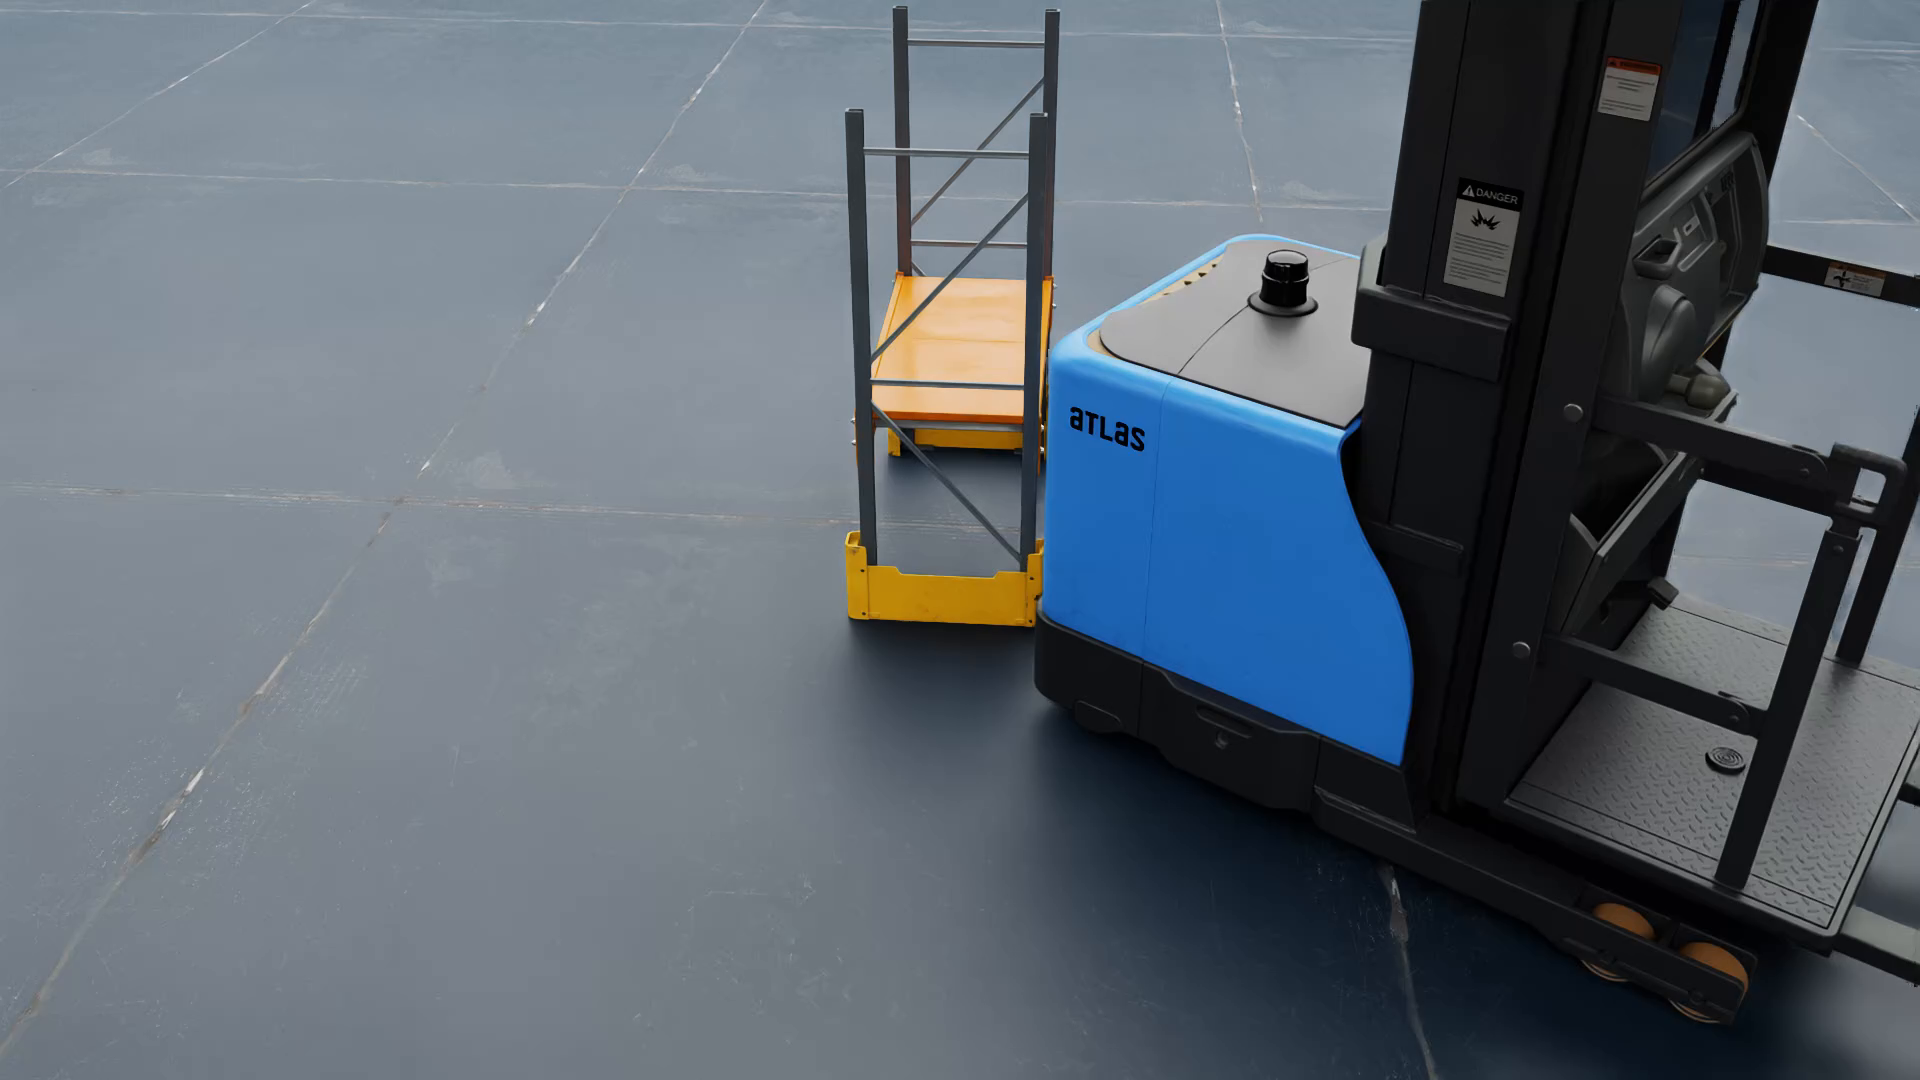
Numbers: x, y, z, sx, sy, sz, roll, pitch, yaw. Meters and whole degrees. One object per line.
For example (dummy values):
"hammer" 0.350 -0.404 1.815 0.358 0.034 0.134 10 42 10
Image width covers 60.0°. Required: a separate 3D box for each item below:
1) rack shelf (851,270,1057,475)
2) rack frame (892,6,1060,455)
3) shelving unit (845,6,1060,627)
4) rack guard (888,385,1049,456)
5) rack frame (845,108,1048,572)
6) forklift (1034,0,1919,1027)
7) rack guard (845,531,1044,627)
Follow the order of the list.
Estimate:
"rack shelf" 0.007 -0.530 5.023 0.538 0.185 1.000 2 32 4
"rack frame" 0.048 -0.949 5.360 0.500 1.500 0.032 2 32 4
"shelving unit" 0.006 -0.678 4.921 0.587 1.500 1.083 2 32 4
"rack guard" 0.047 -0.407 5.672 0.587 0.250 0.087 2 32 4
"rack frame" -0.034 -0.417 4.498 0.500 1.500 0.032 2 32 4
"forklift" 1.678 -0.531 3.317 3.031 2.935 1.130 22 38 31
"rack guard" -0.034 0.114 4.827 0.587 0.250 0.087 2 32 4
